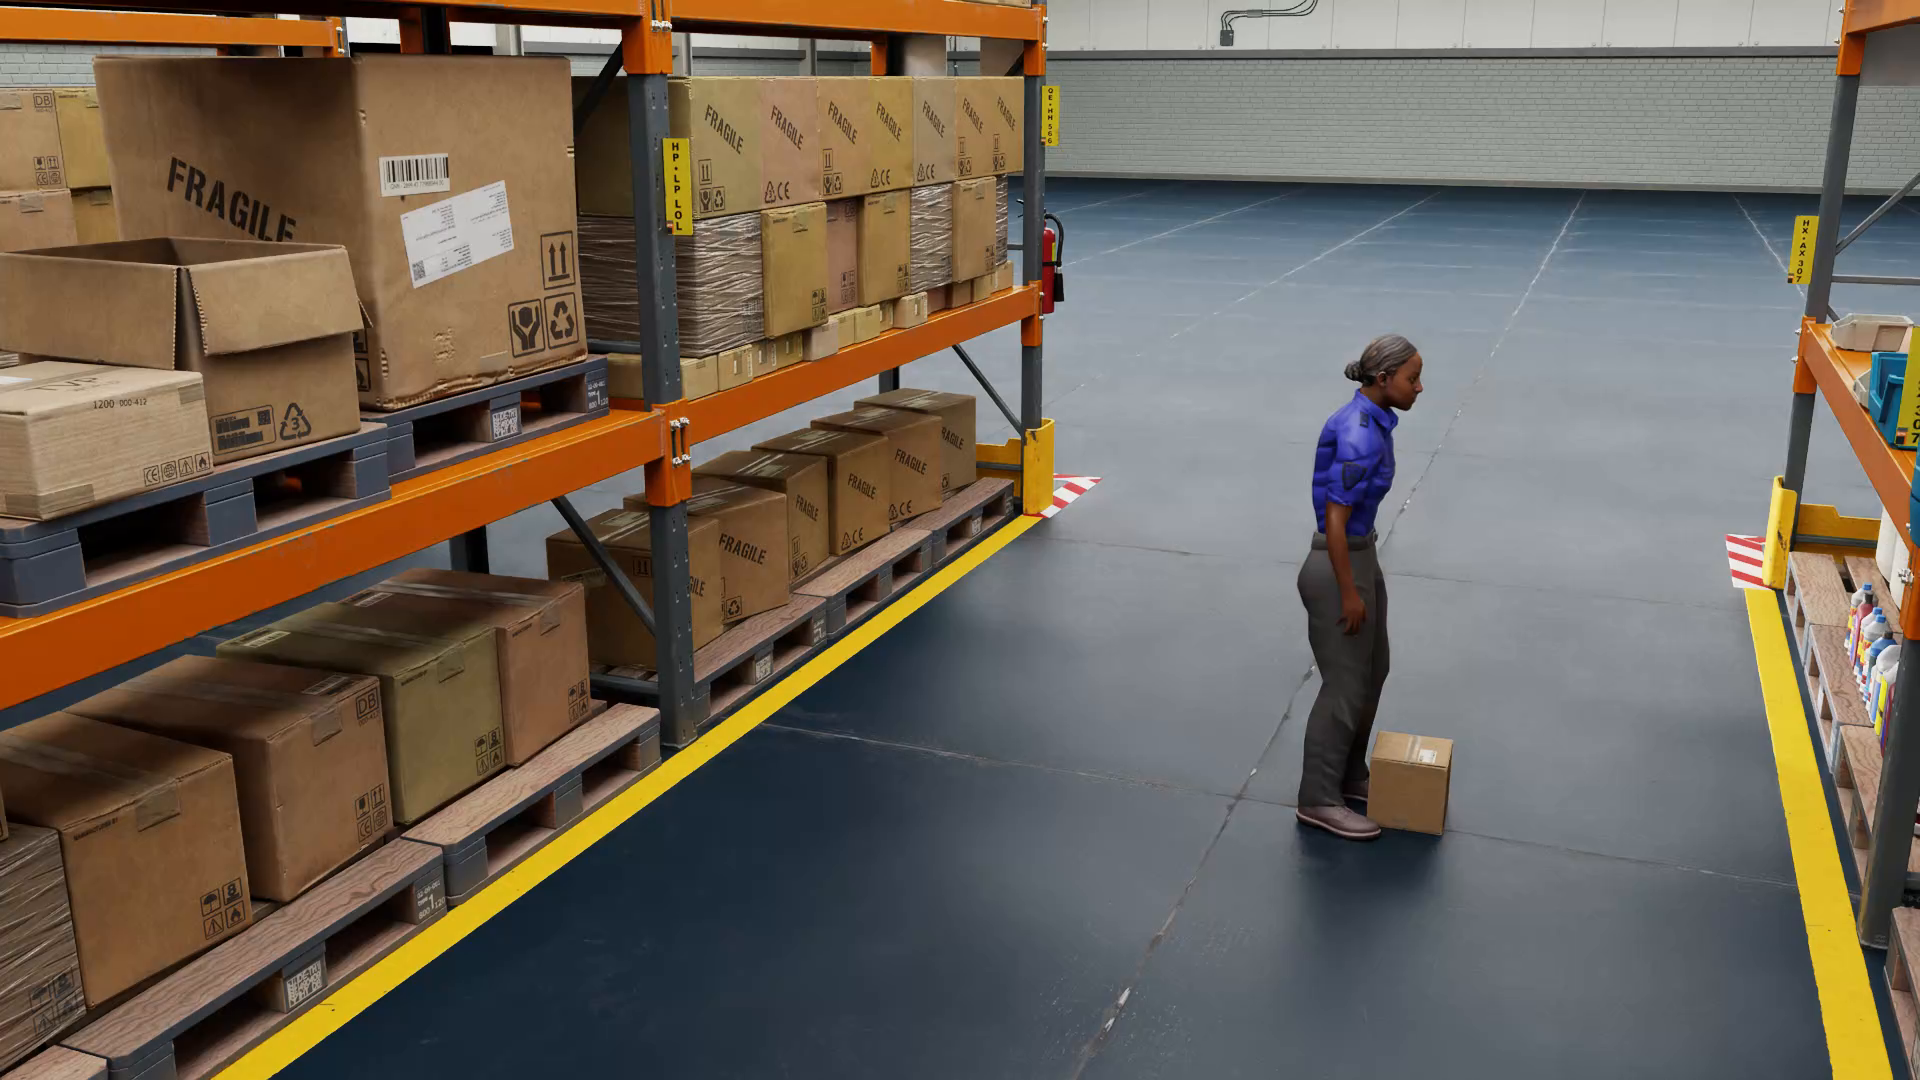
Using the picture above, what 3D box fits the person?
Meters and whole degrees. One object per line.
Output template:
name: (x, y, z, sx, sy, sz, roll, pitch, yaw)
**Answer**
person: (1.337, 0.133, 5.555, 0.392, 1.654, 0.511, 6, 17, 20)
